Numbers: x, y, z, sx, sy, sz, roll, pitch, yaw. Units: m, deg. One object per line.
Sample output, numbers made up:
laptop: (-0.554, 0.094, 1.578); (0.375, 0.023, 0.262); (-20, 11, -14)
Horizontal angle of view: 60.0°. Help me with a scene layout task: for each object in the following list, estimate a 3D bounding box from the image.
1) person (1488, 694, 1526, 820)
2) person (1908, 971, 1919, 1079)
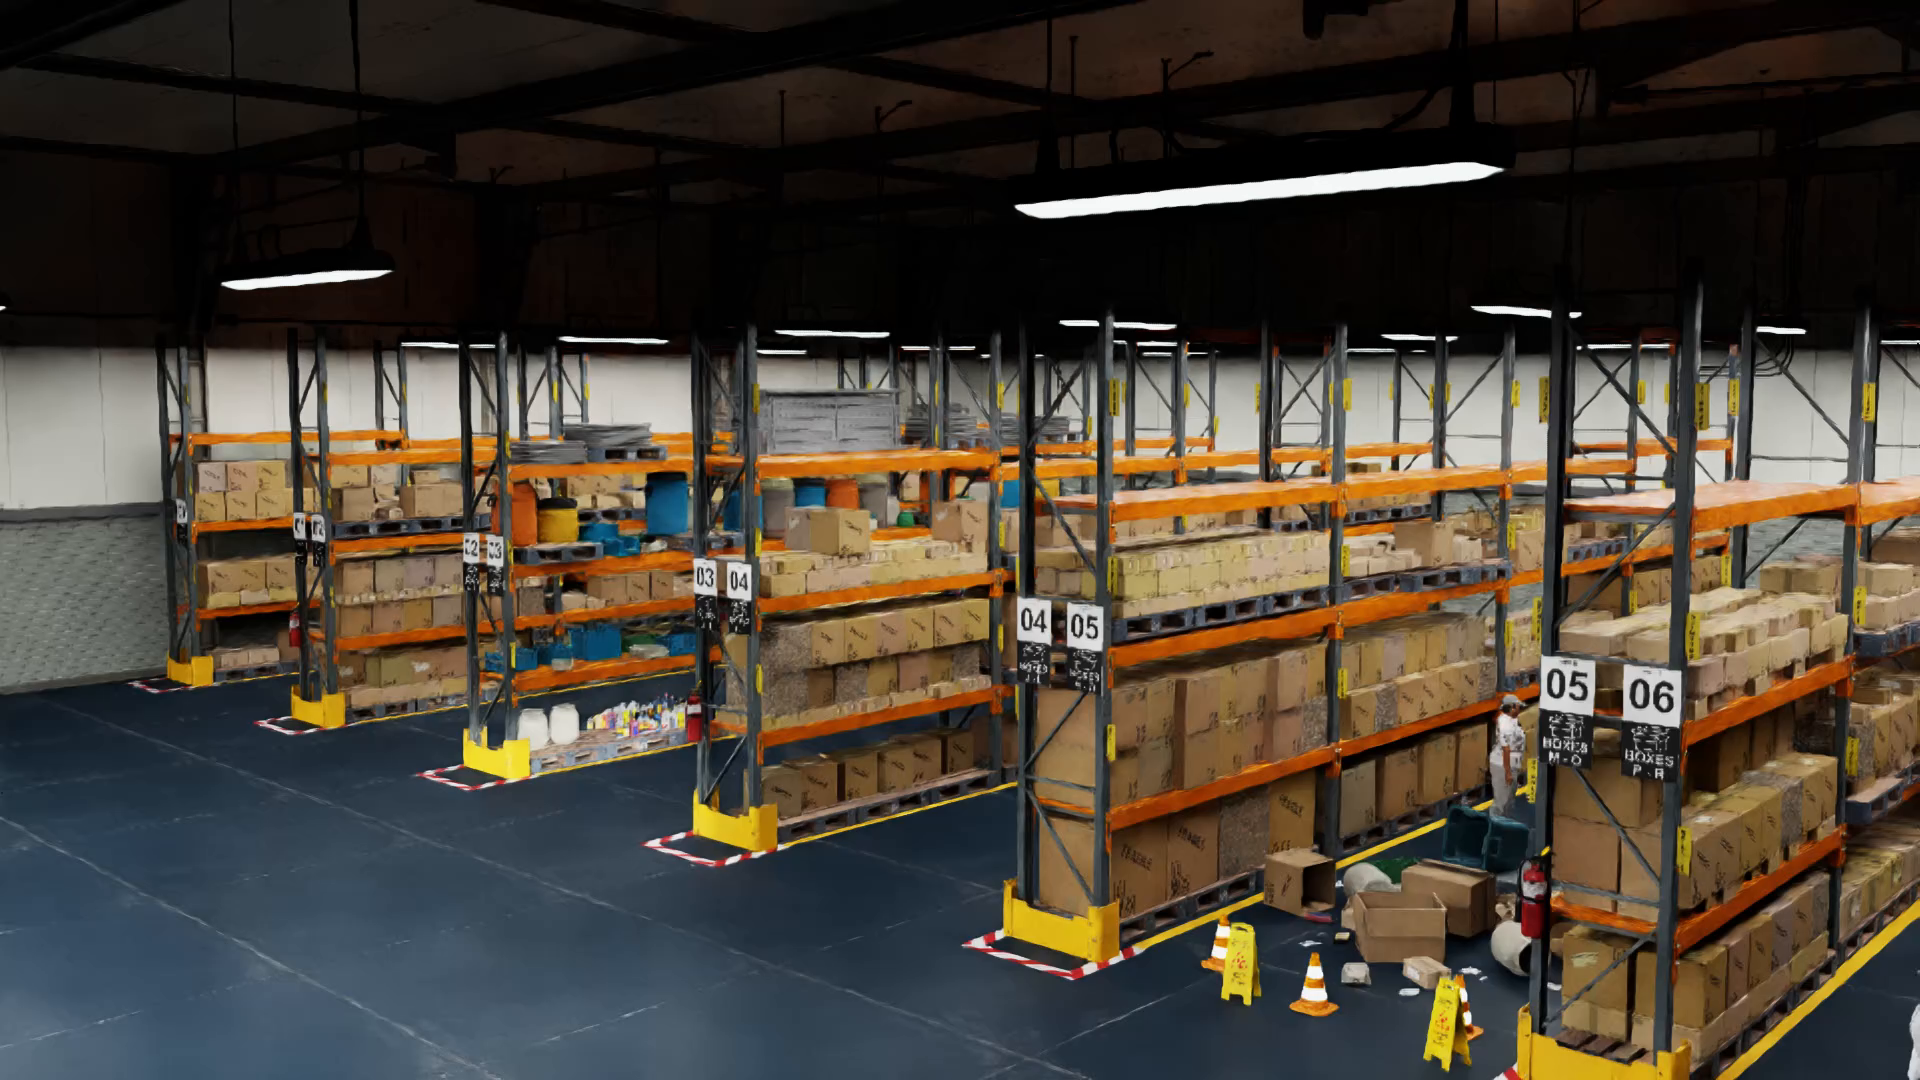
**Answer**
person: (6.195, 2.563, 18.754); (0.460, 1.667, 0.573); (2, 6, 19)
person: (6.056, 3.392, 10.166); (0.503, 1.709, 0.574); (1, 5, 7)
